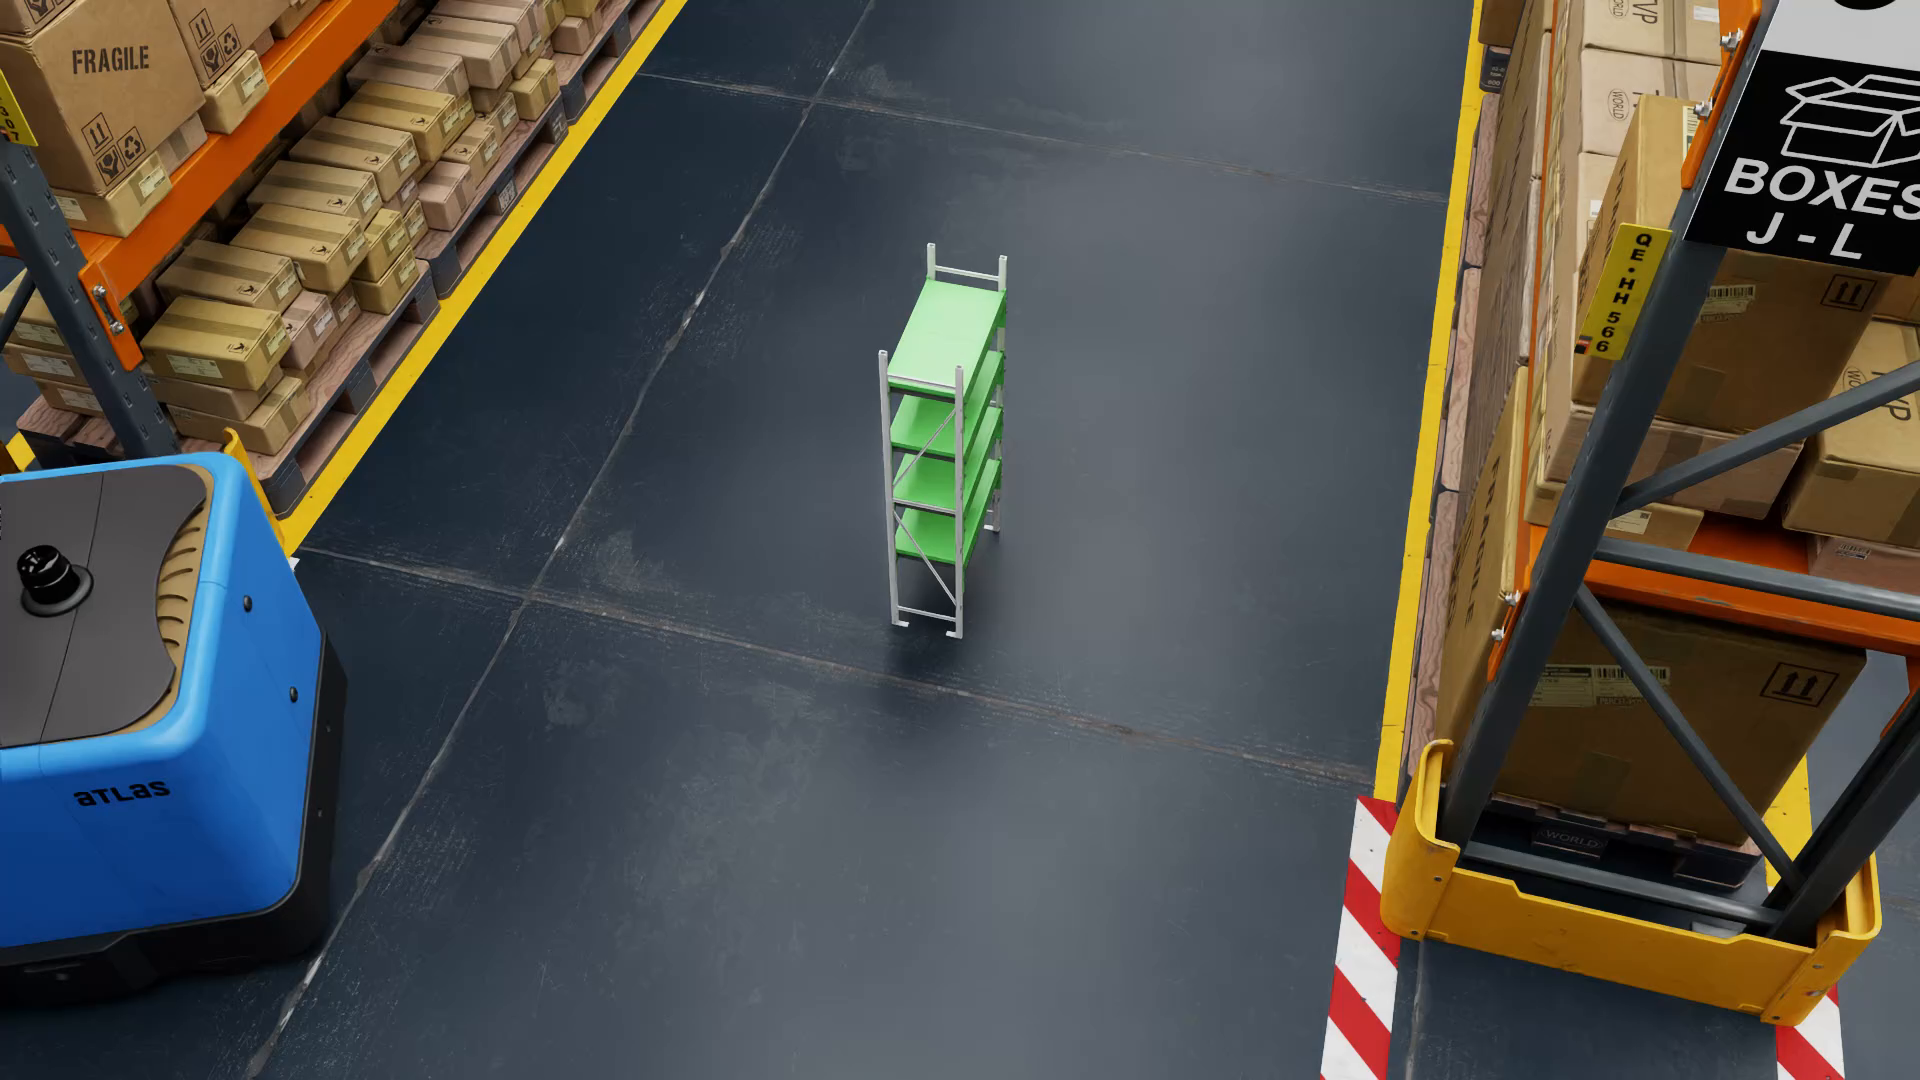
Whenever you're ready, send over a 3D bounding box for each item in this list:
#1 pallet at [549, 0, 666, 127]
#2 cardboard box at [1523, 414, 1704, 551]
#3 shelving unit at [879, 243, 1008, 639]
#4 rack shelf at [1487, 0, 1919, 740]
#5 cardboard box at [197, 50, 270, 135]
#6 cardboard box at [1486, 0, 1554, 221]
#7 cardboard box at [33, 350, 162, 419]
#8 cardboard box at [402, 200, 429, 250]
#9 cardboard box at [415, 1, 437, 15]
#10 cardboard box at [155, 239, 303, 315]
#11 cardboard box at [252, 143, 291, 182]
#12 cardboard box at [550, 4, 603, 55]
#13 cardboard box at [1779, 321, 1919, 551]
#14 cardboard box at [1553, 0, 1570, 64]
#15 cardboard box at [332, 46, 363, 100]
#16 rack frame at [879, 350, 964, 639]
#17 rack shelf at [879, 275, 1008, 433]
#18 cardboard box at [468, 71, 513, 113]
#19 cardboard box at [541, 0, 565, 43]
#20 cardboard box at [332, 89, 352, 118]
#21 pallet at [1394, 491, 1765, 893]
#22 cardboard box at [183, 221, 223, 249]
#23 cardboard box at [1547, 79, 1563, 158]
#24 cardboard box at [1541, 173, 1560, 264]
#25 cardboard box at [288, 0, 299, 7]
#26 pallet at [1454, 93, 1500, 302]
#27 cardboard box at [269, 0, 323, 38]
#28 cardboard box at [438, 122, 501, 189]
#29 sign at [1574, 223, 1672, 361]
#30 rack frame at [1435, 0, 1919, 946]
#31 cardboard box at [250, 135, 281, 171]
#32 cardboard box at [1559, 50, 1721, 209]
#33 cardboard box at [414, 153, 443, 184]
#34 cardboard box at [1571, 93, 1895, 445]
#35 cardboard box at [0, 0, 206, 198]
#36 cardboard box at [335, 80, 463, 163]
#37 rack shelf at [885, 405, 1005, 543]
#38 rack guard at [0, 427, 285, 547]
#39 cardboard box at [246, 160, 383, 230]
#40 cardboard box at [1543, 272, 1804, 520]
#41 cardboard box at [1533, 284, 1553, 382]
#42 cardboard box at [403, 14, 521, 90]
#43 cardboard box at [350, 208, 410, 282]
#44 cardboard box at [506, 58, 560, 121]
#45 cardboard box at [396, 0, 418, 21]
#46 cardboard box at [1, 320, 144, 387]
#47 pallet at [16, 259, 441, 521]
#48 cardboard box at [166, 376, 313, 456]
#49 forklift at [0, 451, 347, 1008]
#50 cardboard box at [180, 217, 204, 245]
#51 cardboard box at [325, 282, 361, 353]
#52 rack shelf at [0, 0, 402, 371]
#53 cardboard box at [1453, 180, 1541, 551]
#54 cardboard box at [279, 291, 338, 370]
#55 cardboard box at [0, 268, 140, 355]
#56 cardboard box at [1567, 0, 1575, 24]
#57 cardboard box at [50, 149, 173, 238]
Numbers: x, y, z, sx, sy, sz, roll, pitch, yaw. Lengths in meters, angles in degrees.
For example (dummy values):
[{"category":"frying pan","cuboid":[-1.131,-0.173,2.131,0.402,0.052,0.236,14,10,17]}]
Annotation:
[{"category":"pallet","cuboid":[-2.037,-2.430,7.753,1.003,0.211,1.213,12,50,10]},{"category":"cardboard box","cuboid":[1.588,-0.139,4.040,0.380,0.149,0.250,12,50,11]},{"category":"shelving unit","cuboid":[-0.044,-0.277,5.194,0.258,1.200,0.503,12,50,10]},{"category":"rack shelf","cuboid":[2.338,-1.109,5.207,1.077,0.370,4.000,12,50,10]},{"category":"cardboard box","cuboid":[-2.396,-1.415,5.165,0.380,0.149,0.250,10,49,9]},{"category":"cardboard box","cuboid":[2.614,-1.767,6.446,0.875,0.875,0.875,12,50,10]},{"category":"cardboard box","cuboid":[-3.009,-0.569,5.873,0.380,0.149,0.250,12,50,11]},{"category":"cardboard box","cuboid":[-2.303,-1.216,6.444,0.380,0.149,0.250,12,50,10]},{"category":"cardboard box","cuboid":[-2.381,-2.361,7.256,0.380,0.149,0.250,9,49,8]},{"category":"cardboard box","cuboid":[-2.525,-0.879,5.750,0.380,0.149,0.250,12,50,11]},{"category":"cardboard box","cuboid":[-2.824,-1.437,6.441,0.380,0.149,0.250,12,50,11]},{"category":"cardboard box","cuboid":[-1.825,-2.314,7.413,0.380,0.149,0.250,10,49,9]},{"category":"cardboard box","cuboid":[2.198,-0.243,3.865,0.500,0.250,0.500,10,49,9]},{"category":"cardboard box","cuboid":[2.125,-1.624,5.350,0.380,0.149,0.250,12,50,10]},{"category":"cardboard box","cuboid":[-2.621,-1.904,6.654,0.380,0.149,0.250,12,50,10]},{"category":"rack frame","cuboid":[-0.108,-0.101,5.039,0.240,1.200,0.015,12,50,10]},{"category":"rack shelf","cuboid":[-0.044,-0.553,4.883,0.258,0.148,0.480,12,50,10]},{"category":"cardboard box","cuboid":[-2.082,-1.913,6.861,0.380,0.149,0.250,9,49,8]},{"category":"cardboard box","cuboid":[-1.944,-2.291,7.194,0.380,0.149,0.250,12,50,10]},{"category":"cardboard box","cuboid":[-2.693,-1.824,6.782,0.380,0.149,0.250,12,50,10]},{"category":"pallet","cuboid":[1.947,0.429,5.231,1.003,0.211,1.213,12,50,10]},{"category":"cardboard box","cuboid":[-2.948,-1.060,6.108,0.380,0.149,0.250,10,49,8]},{"category":"cardboard box","cuboid":[1.990,-1.245,5.016,0.380,0.149,0.250,12,50,11]},{"category":"cardboard box","cuboid":[1.855,-0.878,4.692,0.380,0.149,0.250,11,49,9]},{"category":"cardboard box","cuboid":[-2.305,-2.098,5.335,0.500,0.500,0.500,12,50,11]},{"category":"pallet","cuboid":[2.589,-1.336,6.788,1.003,0.211,1.213,12,50,10]},{"category":"cardboard box","cuboid":[-2.365,-1.820,5.524,0.380,0.149,0.250,11,50,10]},{"category":"cardboard box","cuboid":[-2.106,-1.585,6.769,0.380,0.149,0.250,12,50,10]},{"category":"sign","cuboid":[1.292,-0.479,3.241,0.100,0.325,0.005,12,50,10]},{"category":"rack frame","cuboid":[1.812,0.100,3.661,1.000,3.000,0.127,12,50,10]},{"category":"cardboard box","cuboid":[-2.839,-1.540,6.333,0.380,0.149,0.250,13,50,11]},{"category":"cardboard box","cuboid":[1.951,-1.087,4.610,0.500,0.250,0.500,10,49,9]},{"category":"cardboard box","cuboid":[-2.274,-1.535,6.527,0.380,0.149,0.250,14,50,12]},{"category":"cardboard box","cuboid":[1.686,-0.601,3.681,0.500,0.500,0.500,12,50,10]},{"category":"cardboard box","cuboid":[-2.562,-1.354,4.679,0.500,0.500,0.500,14,50,12]},{"category":"cardboard box","cuboid":[-2.154,-1.612,6.397,0.380,0.149,0.250,12,50,11]},{"category":"rack shelf","cuboid":[-0.044,-0.235,5.242,0.258,0.148,0.480,12,50,10]},{"category":"rack guard","cuboid":[-2.927,-0.180,5.575,1.175,0.500,0.348,12,50,10]},{"category":"cardboard box","cuboid":[-2.349,-1.232,6.061,0.380,0.149,0.250,9,49,8]},{"category":"cardboard box","cuboid":[1.683,-0.352,3.961,0.500,0.250,0.500,11,49,9]},{"category":"cardboard box","cuboid":[1.722,-0.510,4.367,0.380,0.149,0.250,12,50,10]},{"category":"cardboard box","cuboid":[-2.009,-1.971,6.713,0.380,0.149,0.250,10,49,9]},{"category":"cardboard box","cuboid":[-2.283,-1.120,6.161,0.380,0.149,0.250,13,50,11]},{"category":"cardboard box","cuboid":[-1.941,-1.941,7.084,0.380,0.149,0.250,11,50,10]},{"category":"cardboard box","cuboid":[-2.526,-2.288,6.993,0.380,0.149,0.250,13,50,11]},{"category":"cardboard box","cuboid":[-3.083,-0.684,5.776,0.380,0.149,0.250,10,49,9]},{"category":"pallet","cuboid":[-2.679,-0.665,6.196,1.003,0.211,1.213,12,50,10]},{"category":"cardboard box","cuboid":[-2.500,-0.463,5.780,0.380,0.149,0.250,12,50,11]},{"category":"forklift","cuboid":[-3.359,0.029,3.769,3.031,2.935,1.130,-7,49,-6]},{"category":"cardboard box","cuboid":[-2.985,-1.160,5.998,0.380,0.149,0.250,11,49,9]},{"category":"cardboard box","cuboid":[-2.451,-0.850,6.121,0.380,0.149,0.250,12,50,10]},{"category":"rack shelf","cuboid":[-2.420,-2.160,6.136,1.077,0.370,4.000,12,50,10]},{"category":"cardboard box","cuboid":[2.142,-0.473,5.304,0.875,0.875,0.875,12,50,10]},{"category":"cardboard box","cuboid":[-2.435,-0.761,5.844,0.380,0.149,0.250,11,50,10]},{"category":"cardboard box","cuboid":[-3.052,-0.777,5.660,0.380,0.149,0.250,12,50,10]},{"category":"cardboard box","cuboid":[2.221,-1.819,5.257,0.500,0.250,0.500,13,50,11]},{"category":"cardboard box","cuboid":[-2.545,-1.038,4.833,0.380,0.149,0.250,11,50,10]}]
